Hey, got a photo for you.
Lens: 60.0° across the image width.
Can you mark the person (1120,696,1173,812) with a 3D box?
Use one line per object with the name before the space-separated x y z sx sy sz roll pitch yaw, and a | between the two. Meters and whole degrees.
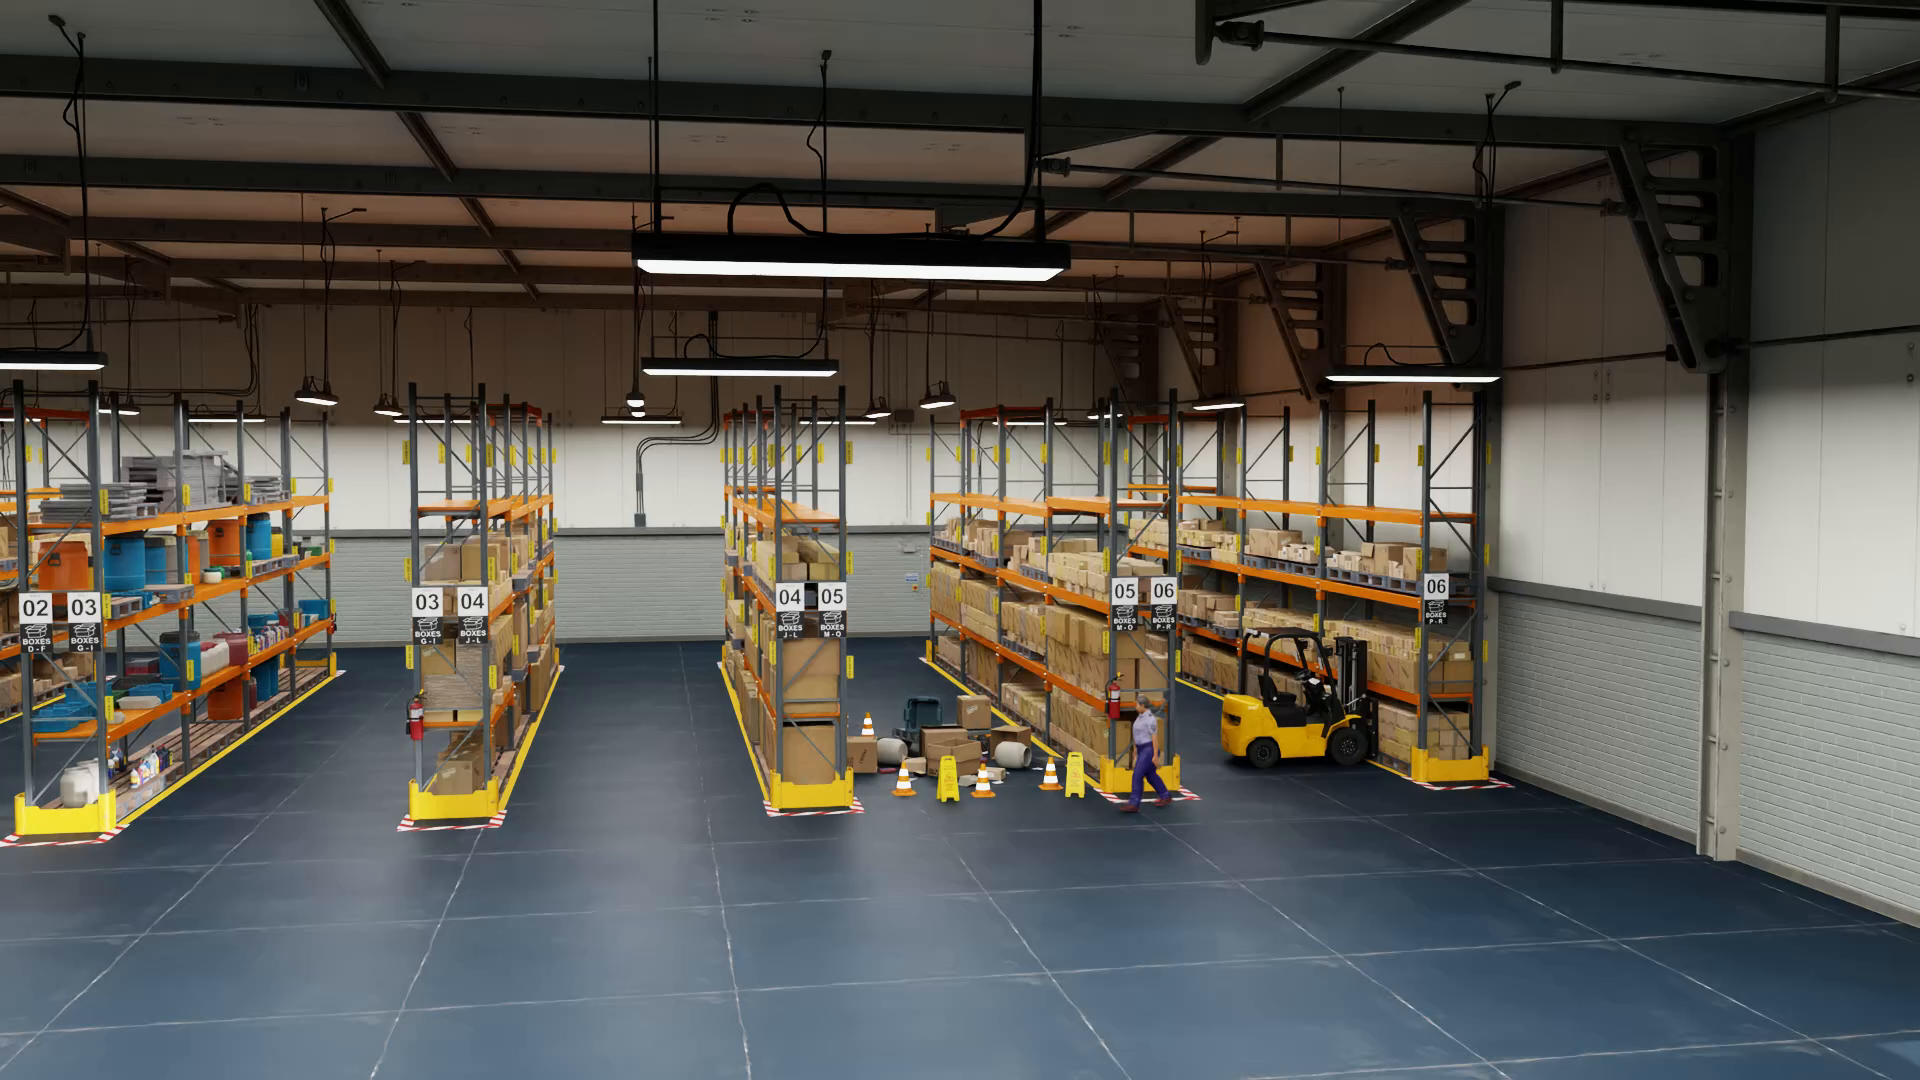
person | 2.634 3.098 23.546 0.853 1.426 0.513 0 3 -9
